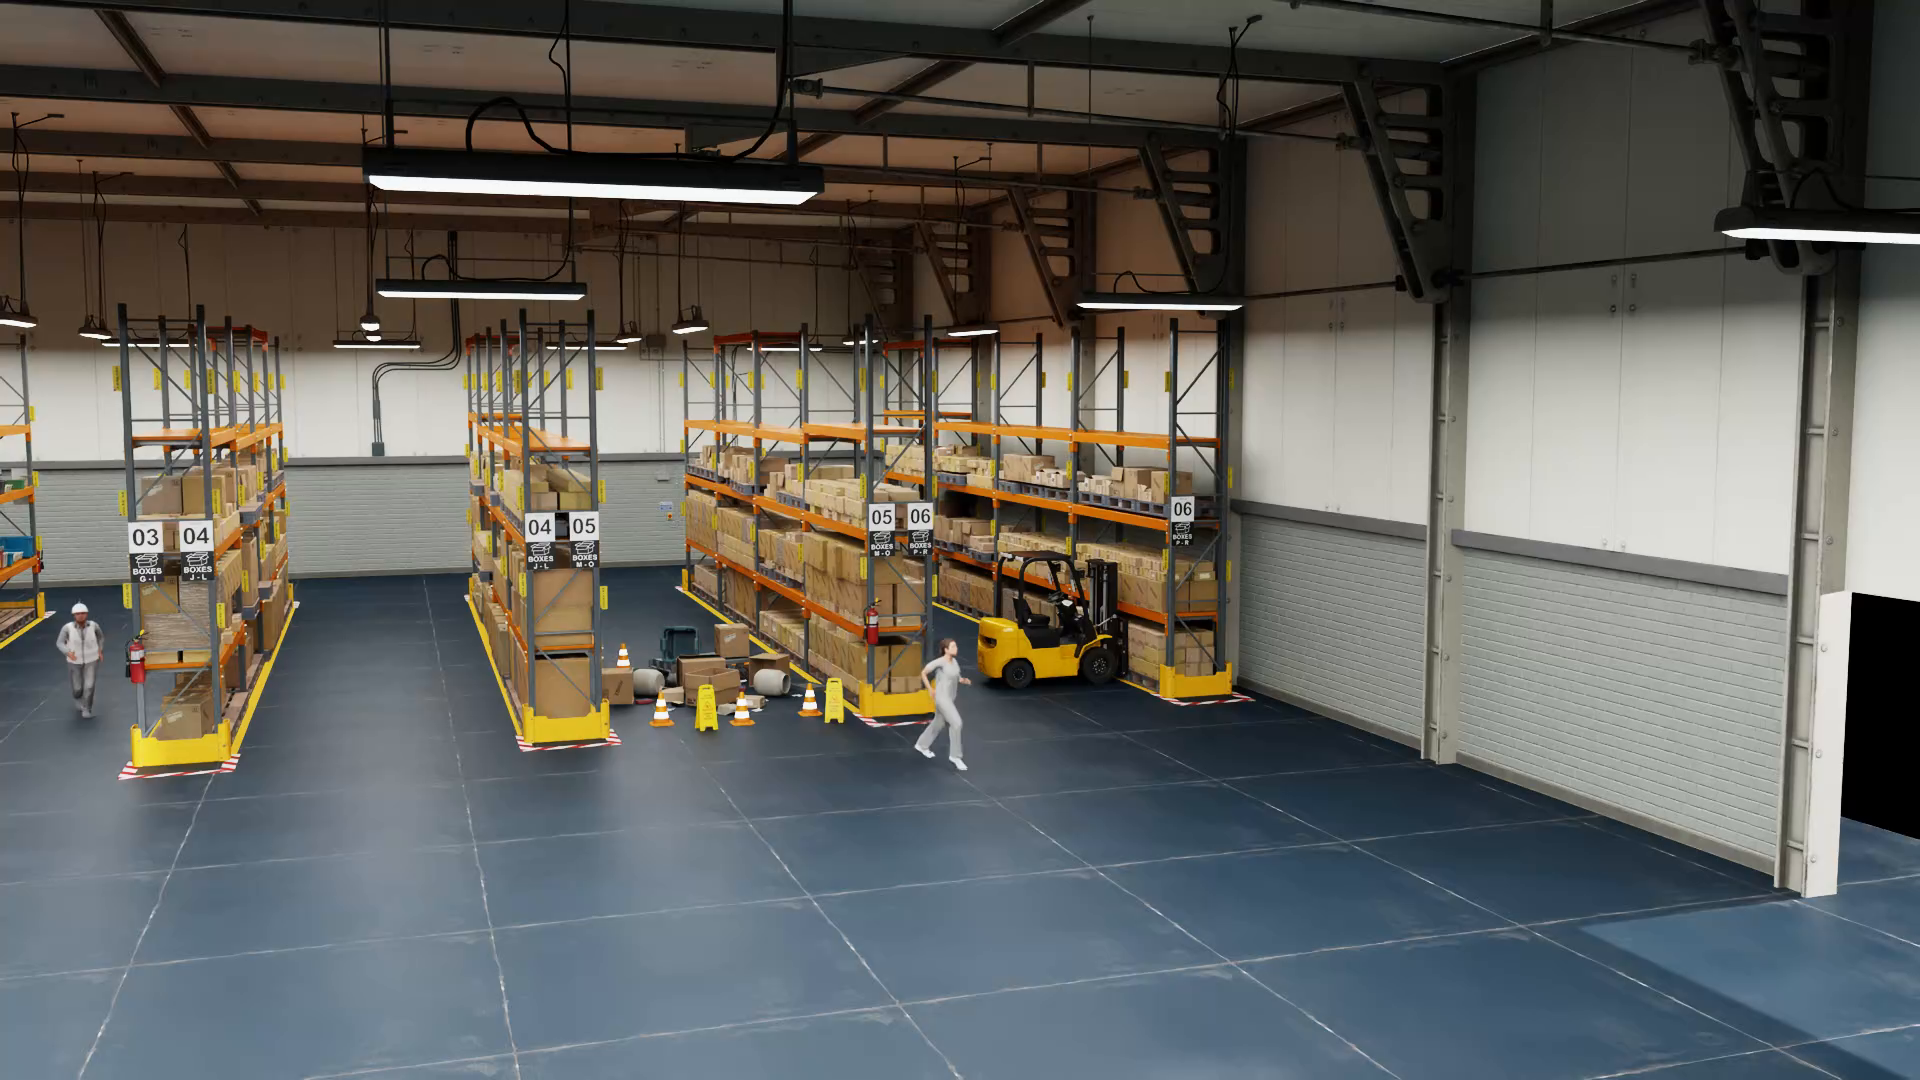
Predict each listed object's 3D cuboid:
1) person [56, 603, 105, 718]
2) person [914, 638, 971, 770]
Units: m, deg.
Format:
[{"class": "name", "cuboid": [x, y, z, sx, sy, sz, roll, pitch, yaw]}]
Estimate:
[{"class": "person", "cuboid": [-13.177, 1.792, 24.948, 0.655, 1.725, 0.756, -3, 6, -29]}, {"class": "person", "cuboid": [-0.261, 2.118, 21.679, 0.868, 1.713, 0.600, 3, 6, 29]}]
